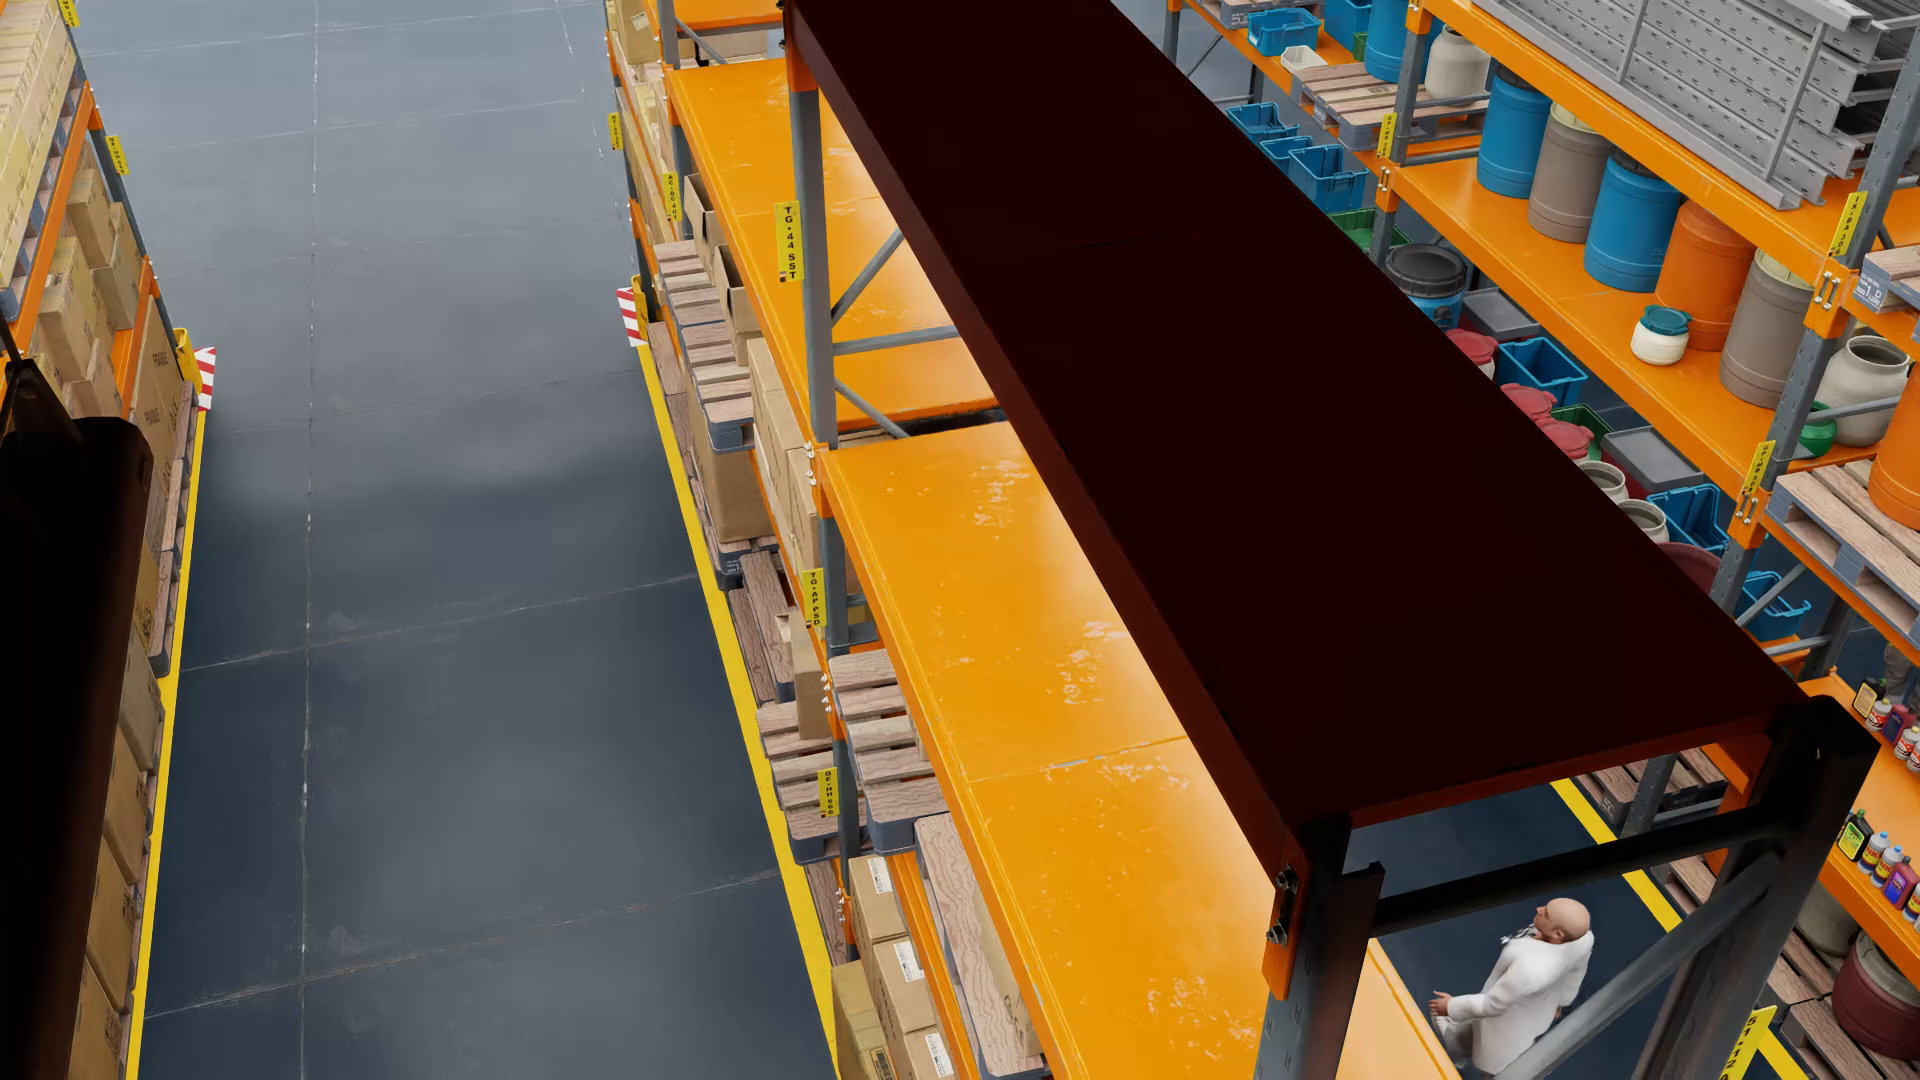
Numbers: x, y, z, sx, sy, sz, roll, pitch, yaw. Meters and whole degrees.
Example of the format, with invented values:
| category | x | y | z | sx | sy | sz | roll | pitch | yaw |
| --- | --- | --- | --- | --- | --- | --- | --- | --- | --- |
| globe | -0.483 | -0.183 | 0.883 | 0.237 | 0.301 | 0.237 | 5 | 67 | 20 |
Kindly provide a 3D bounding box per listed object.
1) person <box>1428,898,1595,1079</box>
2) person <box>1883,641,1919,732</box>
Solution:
| category | x | y | z | sx | sy | sz | roll | pitch | yaw |
| --- | --- | --- | --- | --- | --- | --- | --- | --- | --- |
| person | 2.729 | 2.316 | 8.273 | 0.702 | 1.720 | 1.126 | -15 | 41 | -19 |
| person | 6.195 | 0.608 | 10.611 | 0.442 | 1.791 | 0.575 | -25 | 45 | -28 |
